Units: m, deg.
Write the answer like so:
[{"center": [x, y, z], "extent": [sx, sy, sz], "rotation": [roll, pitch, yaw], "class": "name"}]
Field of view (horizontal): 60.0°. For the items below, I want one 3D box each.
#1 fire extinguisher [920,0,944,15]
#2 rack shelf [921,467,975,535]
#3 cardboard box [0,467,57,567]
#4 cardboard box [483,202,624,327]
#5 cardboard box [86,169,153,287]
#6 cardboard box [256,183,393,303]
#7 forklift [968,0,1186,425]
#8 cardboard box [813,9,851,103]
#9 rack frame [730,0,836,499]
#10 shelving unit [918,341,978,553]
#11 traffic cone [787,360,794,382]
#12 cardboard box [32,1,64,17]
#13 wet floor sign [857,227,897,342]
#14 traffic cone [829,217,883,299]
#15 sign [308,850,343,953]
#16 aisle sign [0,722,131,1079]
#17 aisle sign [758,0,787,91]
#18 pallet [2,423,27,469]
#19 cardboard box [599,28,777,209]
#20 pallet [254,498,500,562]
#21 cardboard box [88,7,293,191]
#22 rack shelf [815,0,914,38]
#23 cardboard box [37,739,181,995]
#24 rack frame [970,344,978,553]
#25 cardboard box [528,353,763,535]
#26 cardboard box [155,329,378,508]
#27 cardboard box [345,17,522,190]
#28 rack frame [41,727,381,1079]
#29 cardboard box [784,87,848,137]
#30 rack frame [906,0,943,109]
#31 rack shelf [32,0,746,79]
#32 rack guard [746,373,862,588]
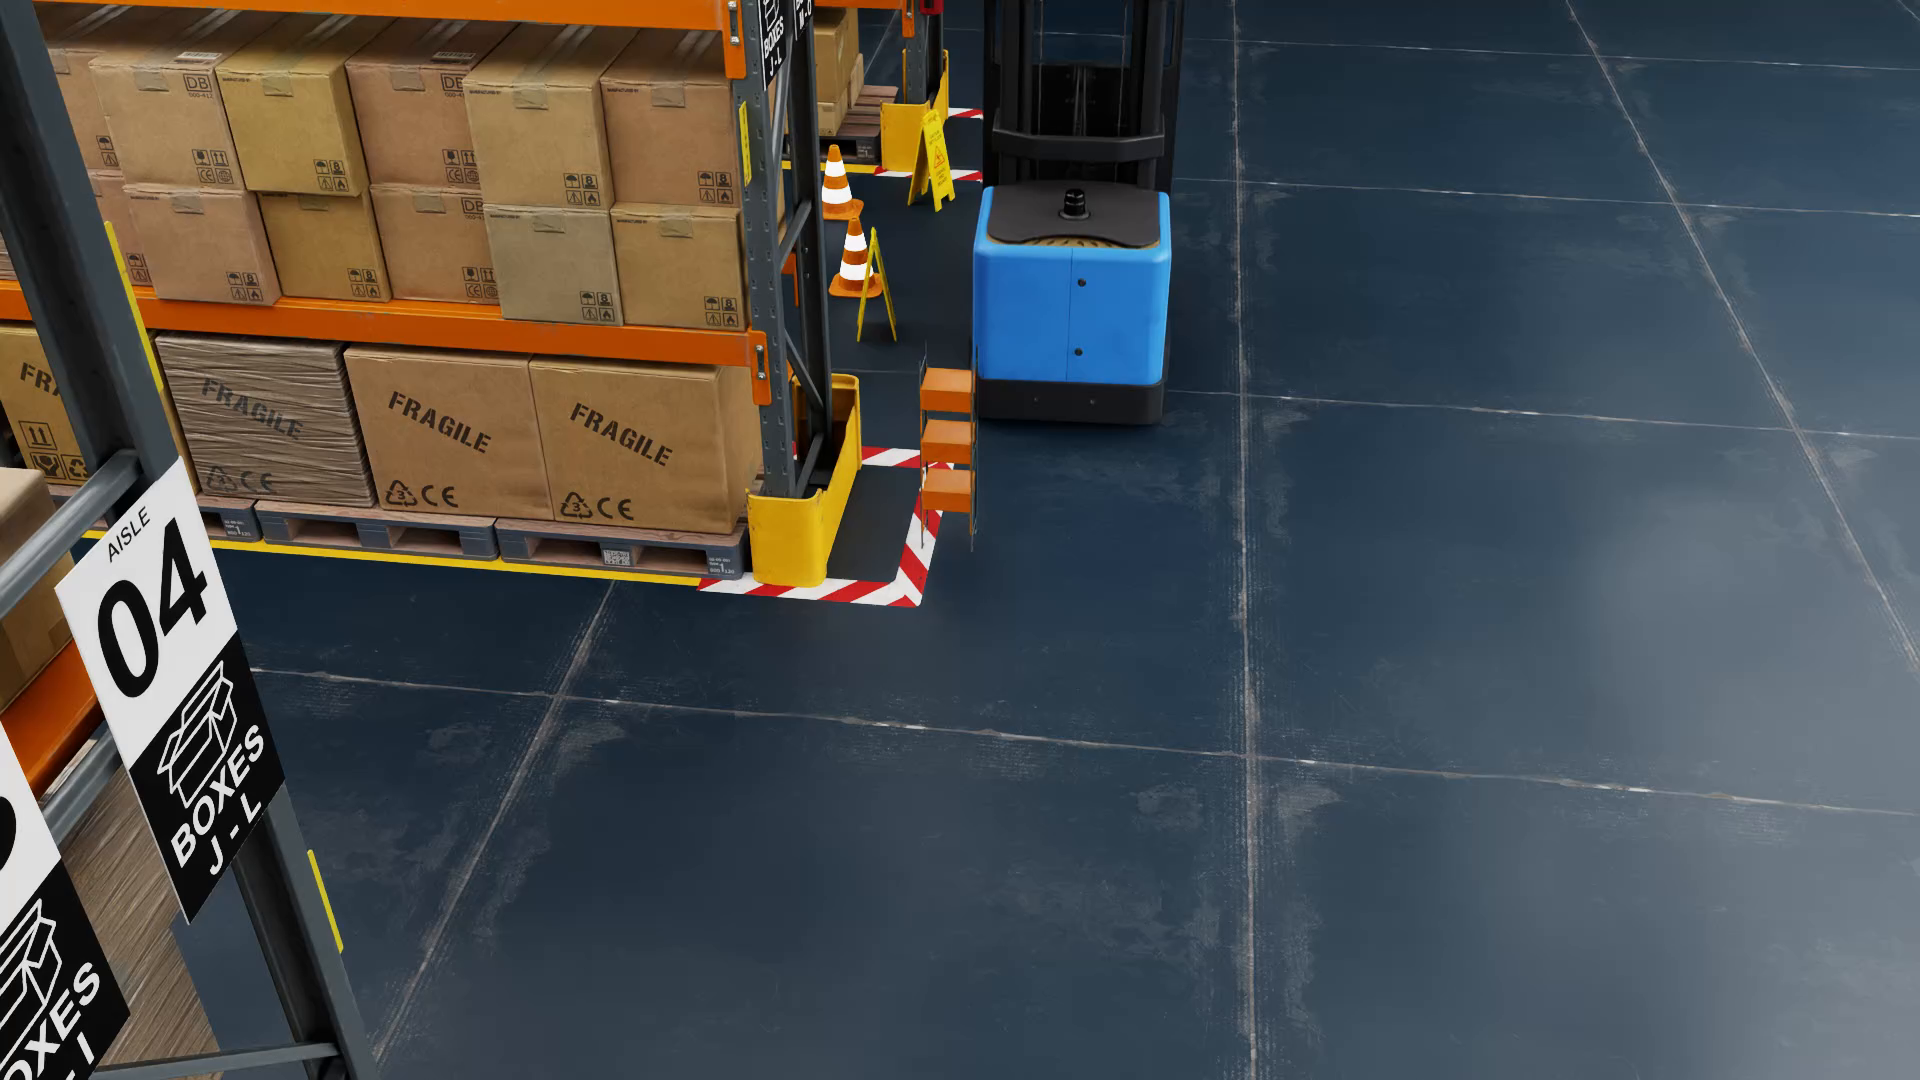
[{"center": [-0.196, -3.894, 11.191], "extent": [0.183, 0.674, 0.296], "rotation": [4, 36, 6], "class": "fire extinguisher"}, {"center": [-0.053, -0.196, 8.118], "extent": [0.240, 0.259, 0.215], "rotation": [4, 36, 6], "class": "rack shelf"}, {"center": [-1.757, 0.035, 2.823], "extent": [0.250, 0.149, 0.380], "rotation": [4, 36, 6], "class": "cardboard box"}, {"center": [-1.703, -1.430, 7.543], "extent": [0.550, 0.550, 0.875], "rotation": [4, 36, 6], "class": "cardboard box"}, {"center": [-3.833, -1.649, 7.849], "extent": [0.550, 0.550, 0.875], "rotation": [4, 36, 6], "class": "cardboard box"}, {"center": [-2.774, -1.560, 7.724], "extent": [0.500, 0.550, 0.875], "rotation": [4, 36, 6], "class": "cardboard box"}, {"center": [0.692, -2.654, 9.446], "extent": [1.130, 2.935, 3.031], "rotation": [3, 36, 4], "class": "forklift"}, {"center": [-1.079, -3.465, 11.883], "extent": [0.500, 0.500, 0.500], "rotation": [4, 36, 6], "class": "cardboard box"}, {"center": [-0.781, -1.340, 7.545], "extent": [0.127, 3.000, 1.000], "rotation": [4, 36, 6], "class": "rack frame"}, {"center": [-0.053, -0.431, 7.951], "extent": [0.252, 1.050, 0.215], "rotation": [4, 36, 6], "class": "shelving unit"}, {"center": [-1.127, -1.165, 9.484], "extent": [0.334, 0.463, 0.336], "rotation": [4, 36, 6], "class": "traffic cone"}, {"center": [-4.387, -2.089, 7.537], "extent": [0.550, 0.550, 0.875], "rotation": [4, 36, 6], "class": "cardboard box"}, {"center": [-0.500, -1.520, 9.825], "extent": [0.232, 0.644, 0.267], "rotation": [-2, 36, -2], "class": "wet floor sign"}, {"center": [-0.646, -1.791, 10.361], "extent": [0.334, 0.463, 0.336], "rotation": [4, 36, 6], "class": "traffic cone"}, {"center": [-1.444, 0.846, 3.738], "extent": [0.005, 0.325, 0.100], "rotation": [4, 36, 6], "class": "sign"}, {"center": [-1.490, 0.630, 2.548], "extent": [0.004, 0.787, 0.394], "rotation": [4, 36, 6], "class": "aisle sign"}, {"center": [-0.749, -2.220, 6.540], "extent": [0.004, 0.787, 0.394], "rotation": [4, 36, 6], "class": "aisle sign"}, {"center": [-5.524, -0.514, 8.789], "extent": [1.213, 0.211, 1.003], "rotation": [4, 36, 6], "class": "pallet"}, {"center": [-1.144, -1.890, 7.258], "extent": [0.550, 0.550, 0.875], "rotation": [4, 36, 6], "class": "cardboard box"}, {"center": [-2.791, -0.311, 8.504], "extent": [1.213, 0.211, 1.003], "rotation": [4, 36, 6], "class": "pallet"}, {"center": [-3.309, -1.996, 7.406], "extent": [0.550, 0.550, 0.875], "rotation": [4, 36, 6], "class": "cardboard box"}, {"center": [-2.235, -4.055, 11.968], "extent": [4.000, 0.370, 1.077], "rotation": [4, 36, 6], "class": "rack shelf"}, {"center": [-2.024, 0.744, 3.422], "extent": [0.500, 0.500, 0.500], "rotation": [4, 36, 6], "class": "cardboard box"}, {"center": [0.068, -0.422, 7.938], "extent": [0.008, 1.050, 0.200], "rotation": [4, 36, 6], "class": "rack frame"}, {"center": [-1.462, -0.658, 8.057], "extent": [0.875, 0.875, 0.875], "rotation": [4, 36, 6], "class": "cardboard box"}, {"center": [-3.239, -0.791, 8.243], "extent": [0.875, 0.875, 0.875], "rotation": [5, 36, 6], "class": "cardboard box"}, {"center": [-2.240, -1.997, 7.408], "extent": [0.550, 0.550, 0.875], "rotation": [4, 36, 6], "class": "cardboard box"}, {"center": [-1.513, 1.511, 3.551], "extent": [0.127, 3.000, 1.000], "rotation": [4, 36, 6], "class": "rack frame"}, {"center": [-1.111, -3.158, 12.098], "extent": [0.500, 0.250, 0.500], "rotation": [4, 36, 6], "class": "cardboard box"}, {"center": [-0.251, -4.199, 11.552], "extent": [0.127, 3.000, 1.000], "rotation": [4, 36, 6], "class": "rack frame"}, {"center": [-2.765, -2.416, 7.090], "extent": [4.000, 0.370, 1.077], "rotation": [4, 36, 6], "class": "rack shelf"}, {"center": [-0.757, -0.321, 8.269], "extent": [0.348, 0.500, 1.175], "rotation": [4, 36, 6], "class": "rack guard"}]
